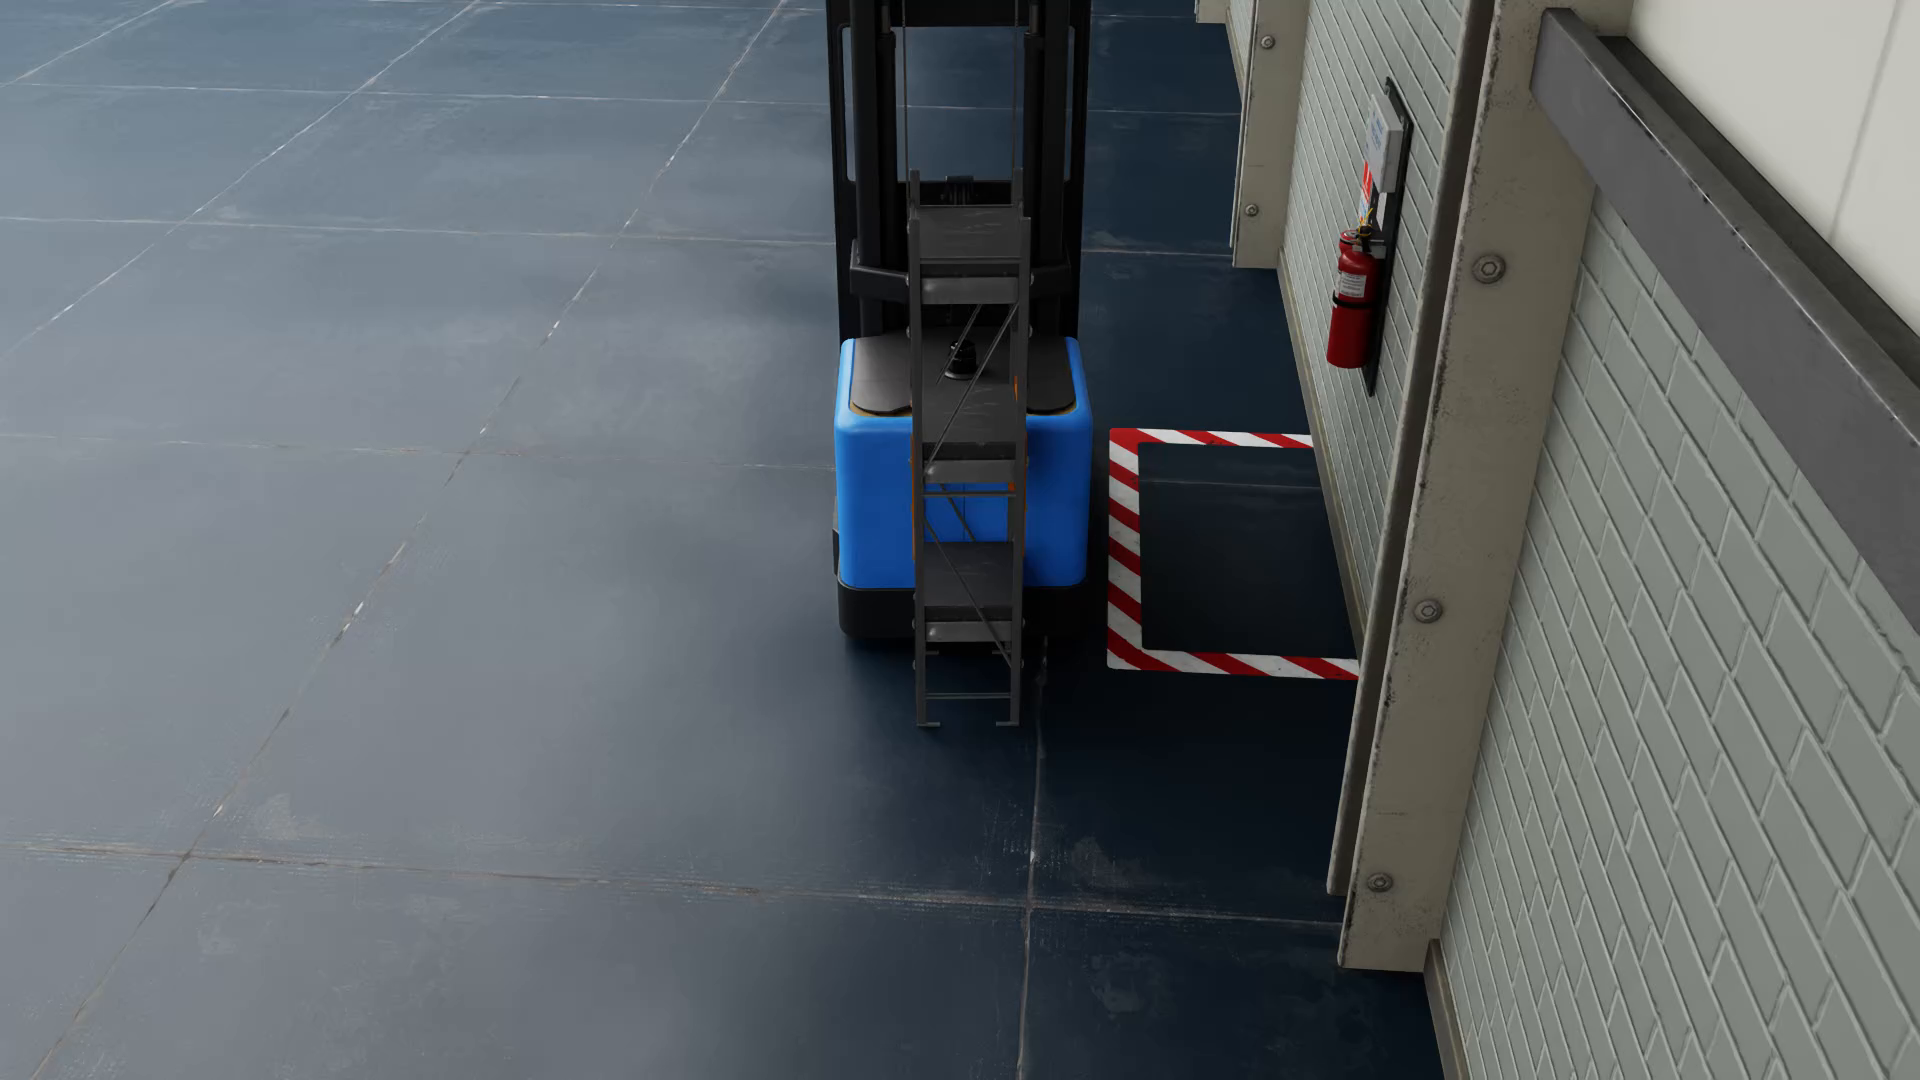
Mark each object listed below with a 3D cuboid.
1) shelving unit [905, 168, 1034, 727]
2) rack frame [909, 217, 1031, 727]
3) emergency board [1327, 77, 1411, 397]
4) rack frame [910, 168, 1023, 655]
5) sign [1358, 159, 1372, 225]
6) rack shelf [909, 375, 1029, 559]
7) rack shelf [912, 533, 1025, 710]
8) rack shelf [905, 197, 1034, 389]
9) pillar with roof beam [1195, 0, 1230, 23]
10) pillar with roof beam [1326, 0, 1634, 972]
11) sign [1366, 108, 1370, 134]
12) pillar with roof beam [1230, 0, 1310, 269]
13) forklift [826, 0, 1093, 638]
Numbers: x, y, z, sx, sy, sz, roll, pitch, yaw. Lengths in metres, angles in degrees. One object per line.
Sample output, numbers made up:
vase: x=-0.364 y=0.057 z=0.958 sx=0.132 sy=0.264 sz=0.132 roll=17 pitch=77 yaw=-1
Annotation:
shelving unit: x=0.028 y=-0.290 z=6.219 sx=0.431 sy=2.100 sz=0.503 roll=-1 pitch=32 yaw=-1
rack frame: x=0.033 y=-0.162 z=6.011 sx=0.400 sy=2.100 sz=0.015 roll=-1 pitch=32 yaw=-1
emergency board: x=1.656 y=-1.260 z=6.935 sx=0.194 sy=1.169 sz=0.643 roll=2 pitch=32 yaw=4
rack frame: x=0.023 y=-0.418 z=6.427 sx=0.400 sy=2.100 sz=0.015 roll=-1 pitch=32 yaw=-1
sign: x=1.804 y=-1.560 z=7.388 sx=0.001 sy=0.329 sz=0.234 roll=2 pitch=32 yaw=4
rack shelf: x=0.028 y=-0.278 z=6.226 sx=0.431 sy=0.518 sz=0.480 roll=-1 pitch=32 yaw=-1
rack shelf: x=0.028 y=0.318 z=6.593 sx=0.431 sy=0.518 sz=0.480 roll=-1 pitch=32 yaw=-1
rack shelf: x=0.028 y=-0.874 z=5.859 sx=0.431 sy=0.518 sz=0.480 roll=-1 pitch=32 yaw=-1
pillar with roof beam: x=-1.897 y=-8.982 z=13.747 sx=9.100 sy=9.000 sz=0.400 roll=2 pitch=32 yaw=4
pillar with roof beam: x=-2.874 y=-2.707 z=3.566 sx=9.100 sy=9.000 sz=0.400 roll=2 pitch=32 yaw=4
sign: x=1.795 y=-1.783 z=7.246 sx=0.001 sy=0.109 sz=0.331 roll=2 pitch=32 yaw=4
pillar with roof beam: x=-2.385 y=-5.845 z=8.656 sx=9.100 sy=9.000 sz=0.400 roll=2 pitch=32 yaw=4
forklift: x=-0.012 y=-1.575 z=7.512 sx=1.130 sy=2.935 sz=3.031 roll=-1 pitch=32 yaw=-1
